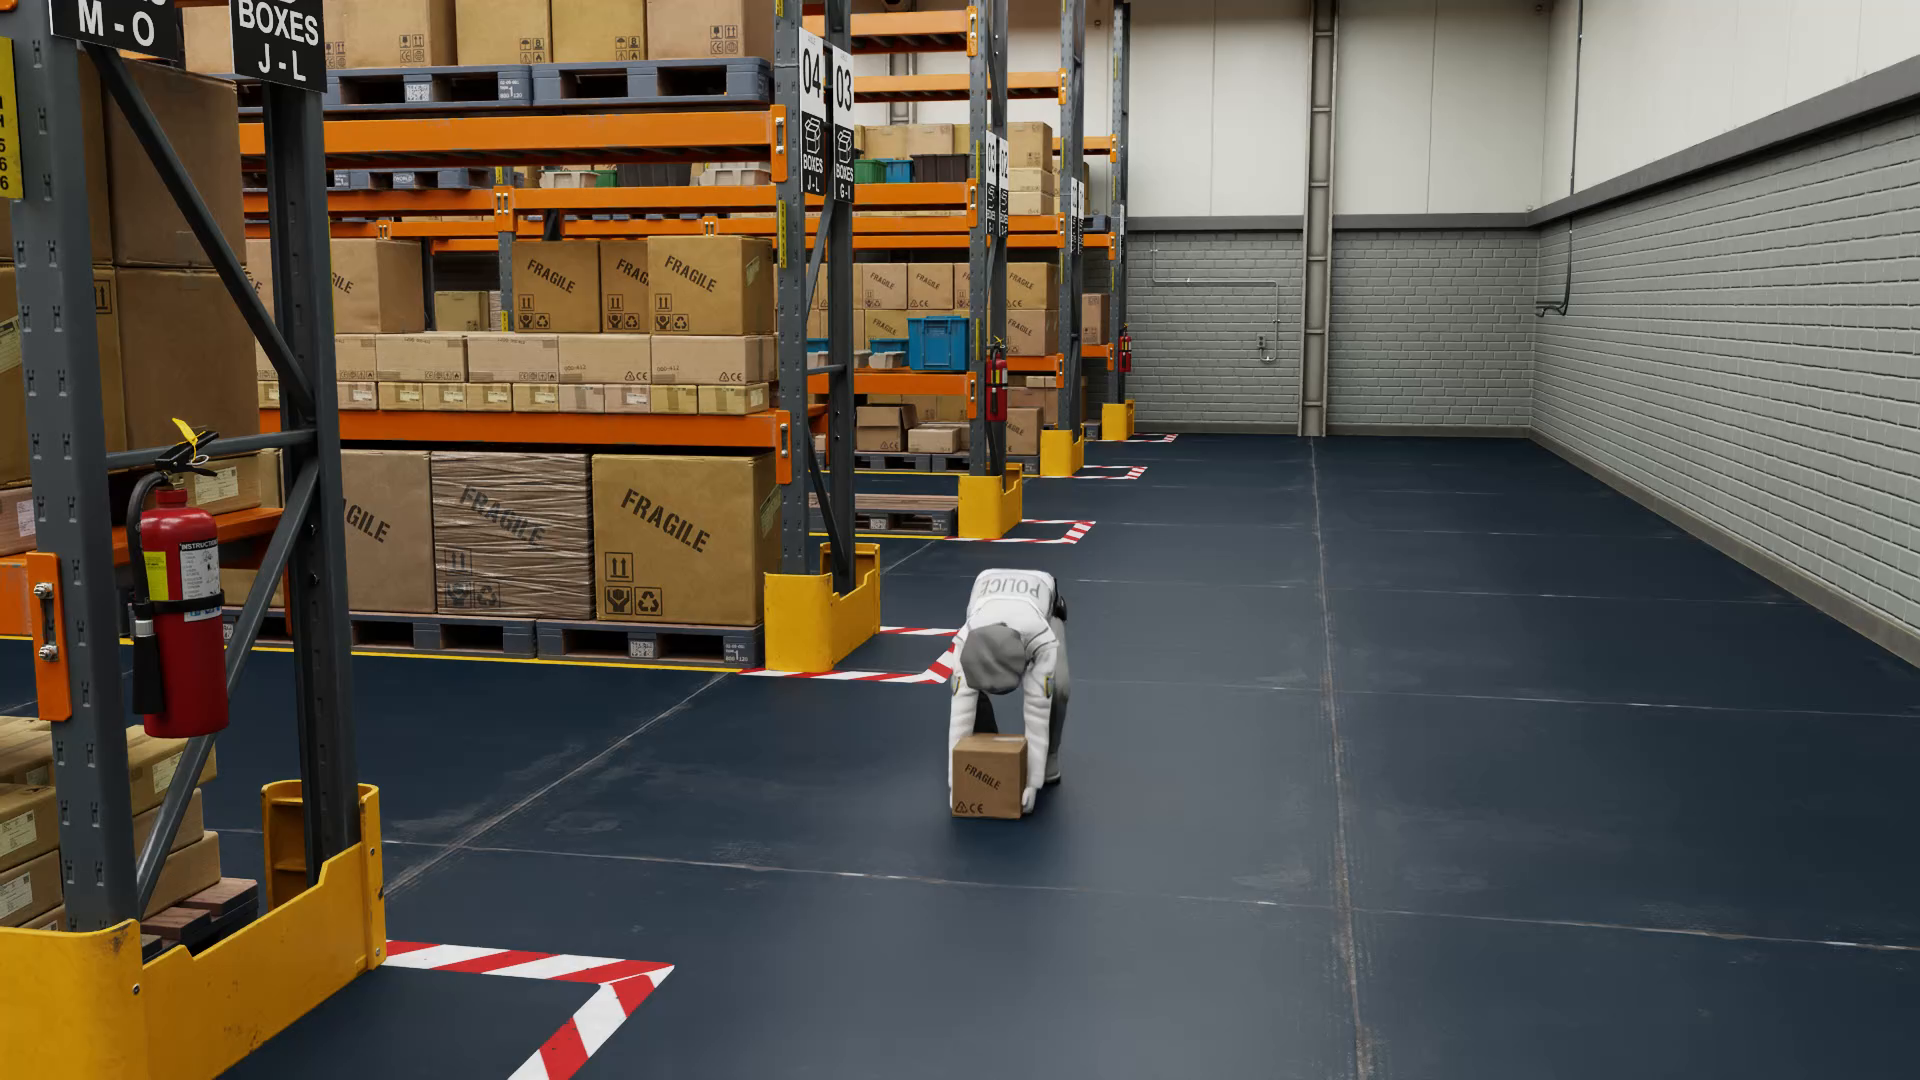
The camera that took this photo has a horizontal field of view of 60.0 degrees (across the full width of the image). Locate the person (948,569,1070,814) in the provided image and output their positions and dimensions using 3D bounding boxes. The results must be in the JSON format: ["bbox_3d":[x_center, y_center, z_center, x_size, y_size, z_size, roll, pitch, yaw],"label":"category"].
[{"bbox_3d":[0.196,0.562,6.419,0.461,0.832,0.893,1,8,9],"label":"person"}]
